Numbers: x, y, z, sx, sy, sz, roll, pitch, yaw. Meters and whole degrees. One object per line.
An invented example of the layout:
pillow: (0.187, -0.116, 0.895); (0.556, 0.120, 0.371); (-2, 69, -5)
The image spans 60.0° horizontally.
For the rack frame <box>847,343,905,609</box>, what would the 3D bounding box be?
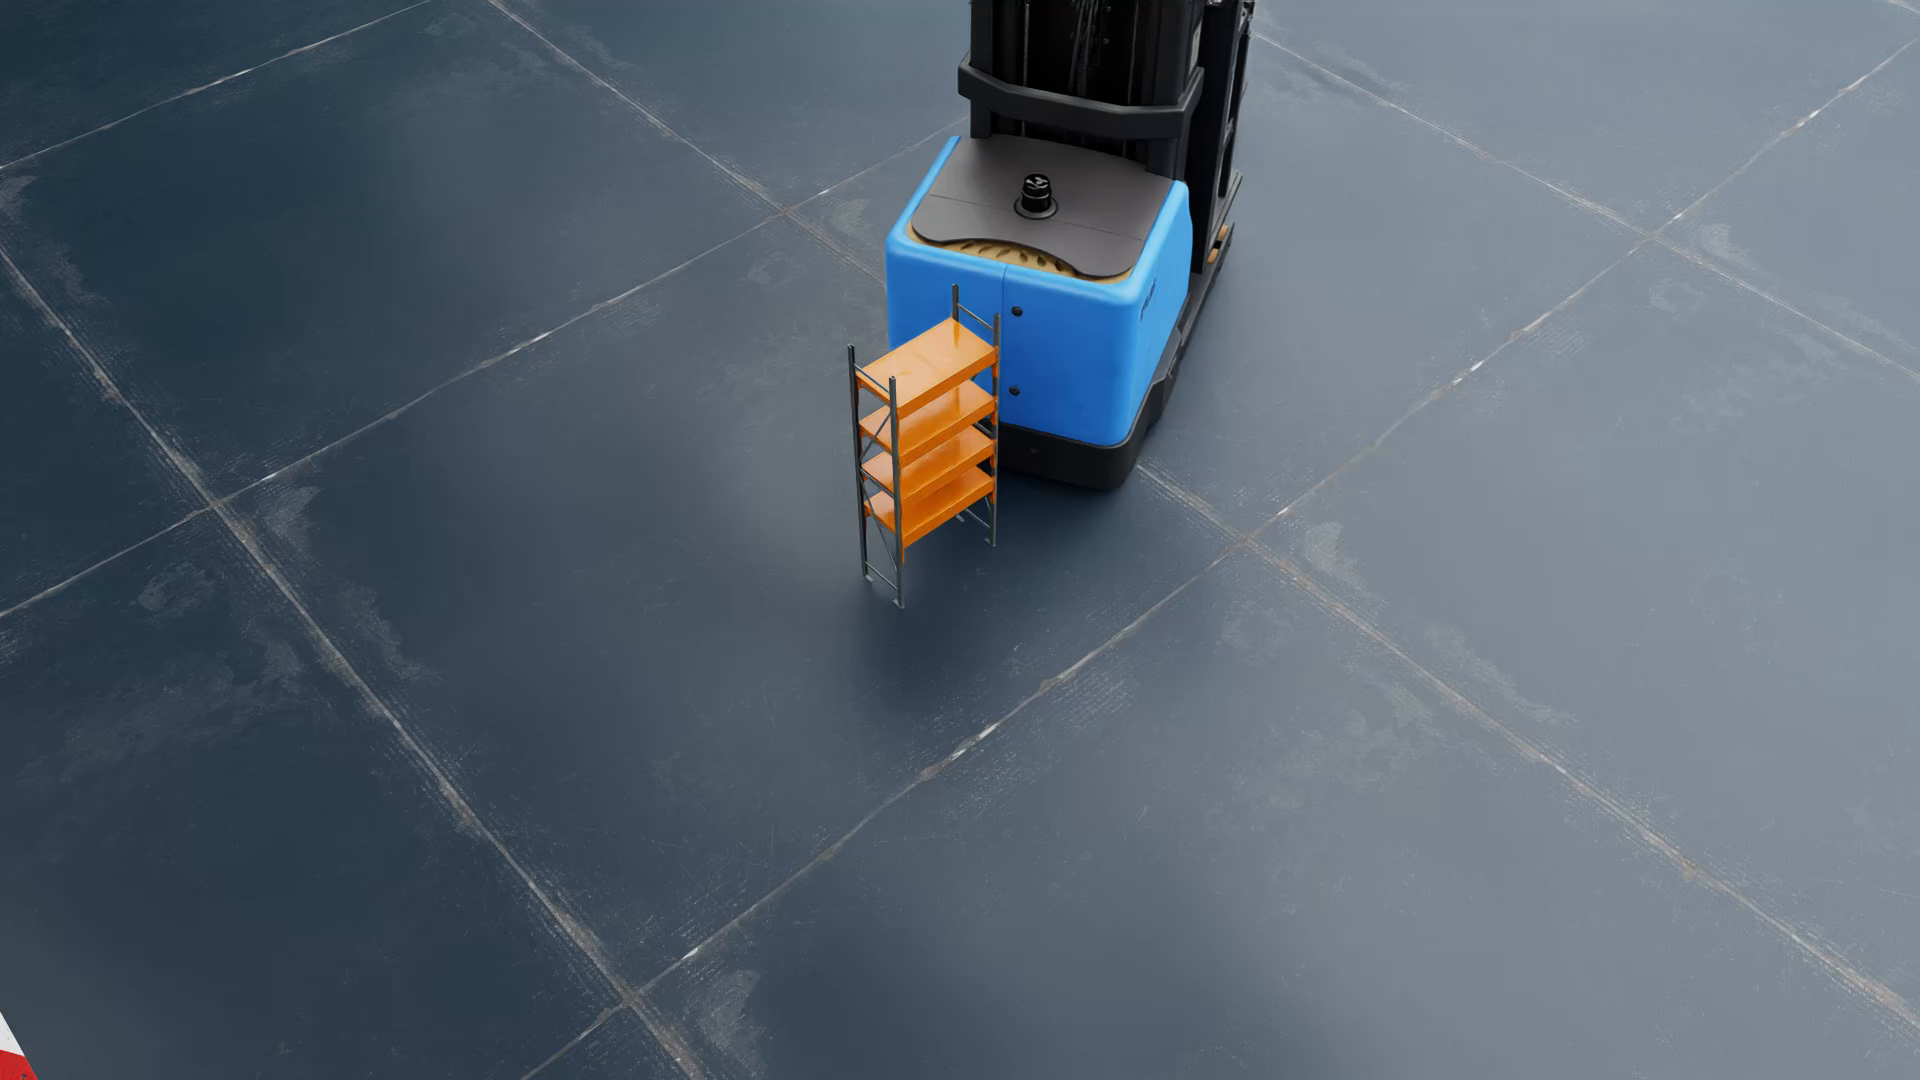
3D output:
rack frame: (-0.303, -0.204, 6.122); (0.015, 1.200, 0.240); (-34, 56, -27)

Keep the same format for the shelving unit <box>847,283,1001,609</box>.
shelving unit: (-0.122, -0.325, 6.234); (0.503, 1.200, 0.258); (-34, 56, -27)

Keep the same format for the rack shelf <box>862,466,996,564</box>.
rack shelf: (-0.122, -0.145, 6.429); (0.480, 0.148, 0.258); (-34, 56, -27)

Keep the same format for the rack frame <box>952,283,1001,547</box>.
rack frame: (0.058, -0.446, 6.345); (0.015, 1.200, 0.240); (-34, 56, -27)

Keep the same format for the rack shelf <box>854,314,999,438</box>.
rack shelf: (-0.122, -0.592, 5.945); (0.480, 0.148, 0.258); (-34, 56, -27)

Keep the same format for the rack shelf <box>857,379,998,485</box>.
rack shelf: (-0.122, -0.431, 6.119); (0.480, 0.148, 0.258); (-34, 56, -27)

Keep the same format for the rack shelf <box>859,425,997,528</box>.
rack shelf: (-0.122, -0.279, 6.283); (0.480, 0.148, 0.258); (-34, 56, -27)

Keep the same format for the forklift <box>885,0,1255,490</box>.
forklift: (0.671, -2.305, 6.882); (1.130, 2.935, 3.031); (15, 49, 13)
